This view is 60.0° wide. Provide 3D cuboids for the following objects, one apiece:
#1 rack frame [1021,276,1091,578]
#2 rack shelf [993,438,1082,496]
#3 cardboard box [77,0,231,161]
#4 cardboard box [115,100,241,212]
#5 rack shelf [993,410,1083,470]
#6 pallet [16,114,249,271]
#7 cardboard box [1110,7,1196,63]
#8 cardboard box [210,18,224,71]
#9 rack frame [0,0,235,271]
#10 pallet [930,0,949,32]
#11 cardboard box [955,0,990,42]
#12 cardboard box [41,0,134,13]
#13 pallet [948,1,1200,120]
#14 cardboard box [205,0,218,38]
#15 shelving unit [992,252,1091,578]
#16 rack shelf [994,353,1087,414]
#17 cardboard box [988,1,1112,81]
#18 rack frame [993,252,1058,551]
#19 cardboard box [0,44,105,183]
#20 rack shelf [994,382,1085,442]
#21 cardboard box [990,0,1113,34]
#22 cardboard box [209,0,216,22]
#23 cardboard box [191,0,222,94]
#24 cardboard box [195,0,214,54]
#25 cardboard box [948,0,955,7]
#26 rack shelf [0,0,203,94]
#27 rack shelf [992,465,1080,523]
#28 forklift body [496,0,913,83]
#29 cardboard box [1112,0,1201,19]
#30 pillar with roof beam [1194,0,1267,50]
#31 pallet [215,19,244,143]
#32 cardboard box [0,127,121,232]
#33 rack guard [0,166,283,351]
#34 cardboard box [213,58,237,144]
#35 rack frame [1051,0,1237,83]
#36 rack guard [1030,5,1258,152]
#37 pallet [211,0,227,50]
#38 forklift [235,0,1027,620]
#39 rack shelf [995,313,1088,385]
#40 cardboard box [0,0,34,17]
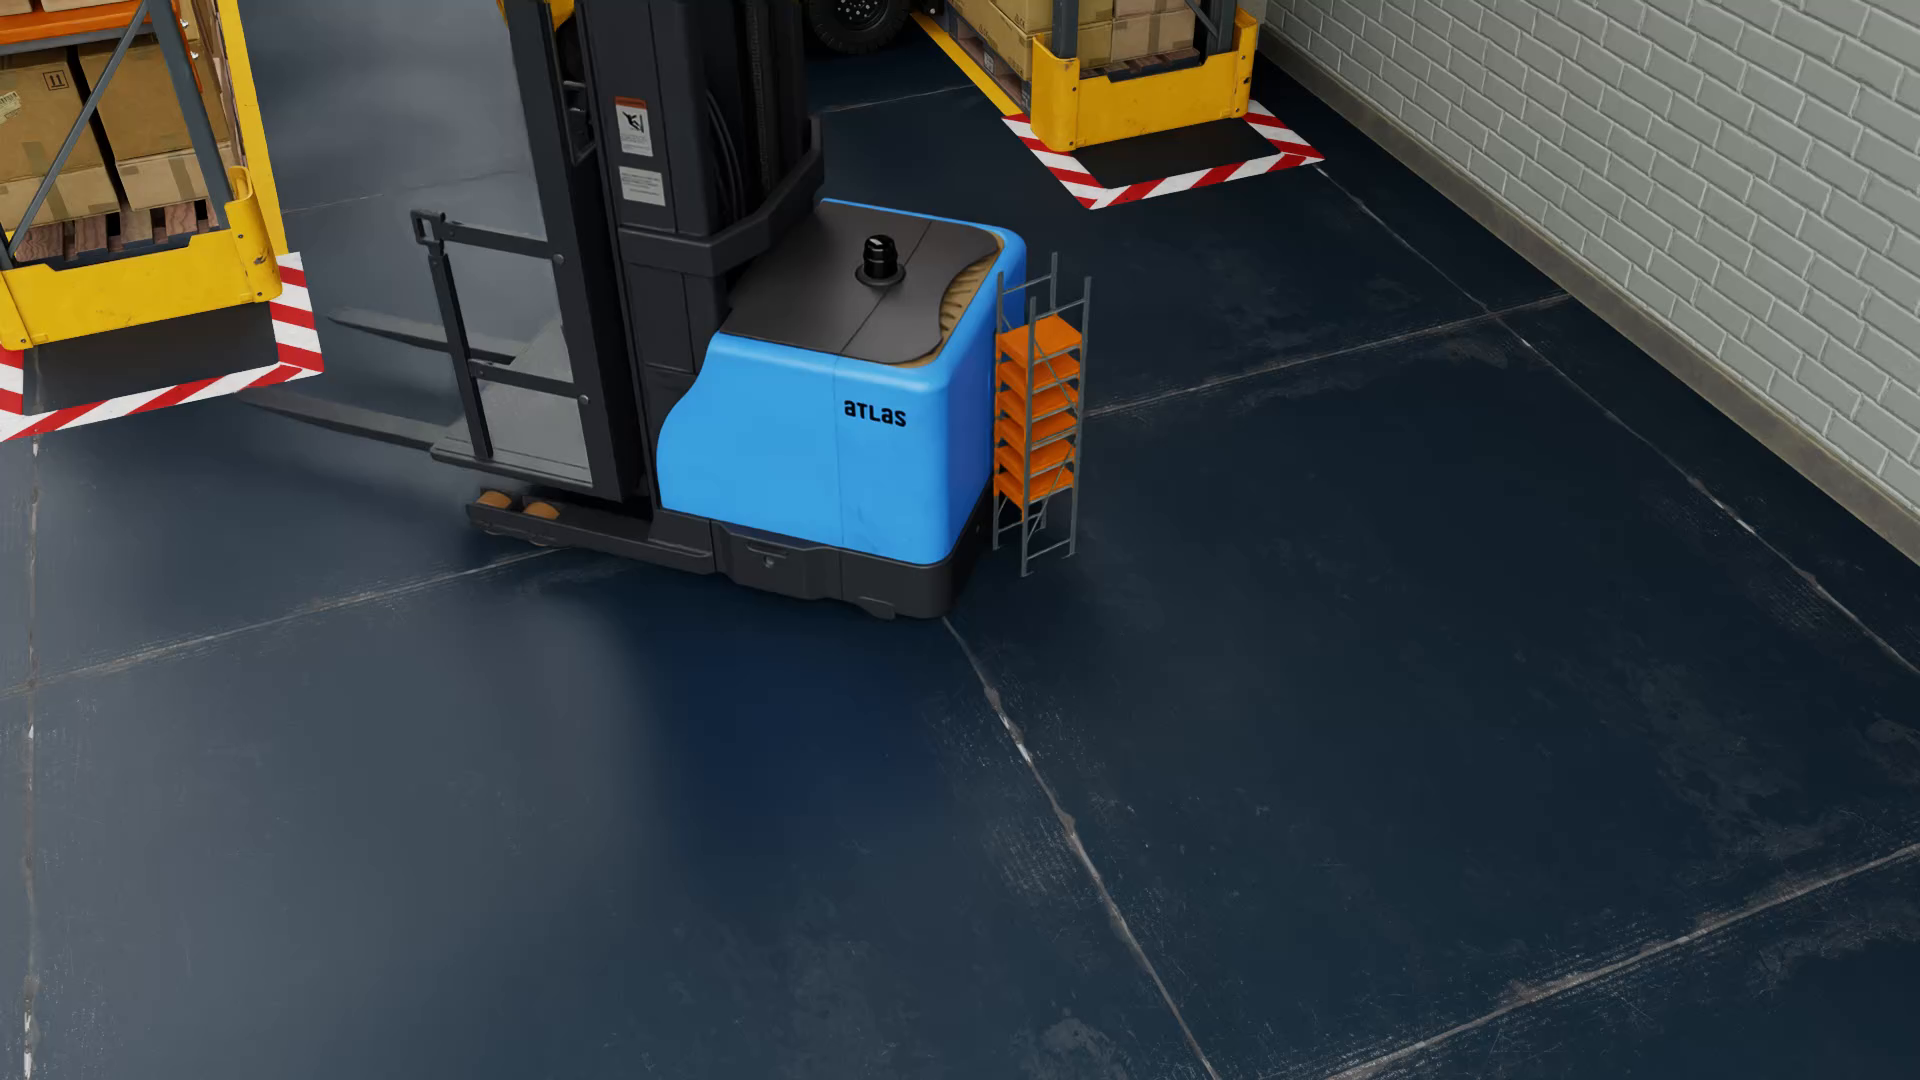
[{"bbox_3d":[0.324,-0.359,5.747,0.240,1.200,0.006,-23,46,-25],"label":"rack frame"},{"bbox_3d":[0.274,-0.284,5.912,0.258,0.103,0.180,-23,46,-25],"label":"rack shelf"},{"bbox_3d":[-3.700,-2.118,7.624,0.500,0.500,0.500,-16,43,-18],"label":"cardboard box"},{"bbox_3d":[-3.690,-1.820,7.852,0.500,0.250,0.500,-15,43,-17],"label":"cardboard box"},{"bbox_3d":[0.274,-0.375,5.834,0.258,0.103,0.180,-23,46,-25],"label":"rack shelf"},{"bbox_3d":[-3.944,-1.635,7.989,1.003,0.211,1.213,-15,43,-17],"label":"pallet"},{"bbox_3d":[0.940,-2.850,9.050,0.500,0.250,0.500,-15,43,-17],"label":"cardboard box"},{"bbox_3d":[-4.099,-2.455,8.591,0.500,0.250,0.500,-12,42,-14],"label":"cardboard box"},{"bbox_3d":[-3.637,-2.148,6.447,1.000,3.000,0.127,-15,43,-17],"label":"rack frame"},{"bbox_3d":[0.153,-3.515,10.176,1.003,0.211,1.213,-15,43,-17],"label":"pallet"},{"bbox_3d":[0.294,-3.011,9.238,0.500,0.250,0.500,-15,43,-17],"label":"cardboard box"},{"bbox_3d":[-3.576,-2.309,6.827,0.380,0.149,0.250,-15,43,-17],"label":"cardboard box"},{"bbox_3d":[0.616,-2.782,9.323,1.003,0.211,1.213,-15,43,-17],"label":"pallet"},{"bbox_3d":[-4.290,-2.759,8.945,0.500,0.250,0.500,-14,43,-16],"label":"cardboard box"},{"bbox_3d":[0.274,-0.409,5.805,0.258,1.200,0.189,-23,46,-25],"label":"shelving unit"},{"bbox_3d":[0.274,-0.557,5.678,0.258,0.103,0.180,-23,46,-25],"label":"rack shelf"},{"bbox_3d":[0.476,-2.709,8.887,0.500,0.250,0.500,-15,43,-17],"label":"cardboard box"},{"bbox_3d":[0.223,-0.459,5.863,0.240,1.200,0.006,-23,46,-25],"label":"rack frame"},{"bbox_3d":[-4.184,-1.967,7.448,0.500,0.500,0.500,-15,43,-17],"label":"cardboard box"},{"bbox_3d":[0.274,-0.466,5.756,0.258,0.103,0.180,-23,46,-25],"label":"rack shelf"},{"bbox_3d":[0.473,-2.910,8.737,0.500,0.250,0.500,-16,43,-17],"label":"cardboard box"},{"bbox_3d":[-4.480,-3.067,9.303,0.500,0.250,0.500,-16,43,-18],"label":"cardboard box"},{"bbox_3d":[-3.904,-2.432,7.989,0.500,0.500,0.500,-17,43,-18],"label":"cardboard box"},{"bbox_3d":[-4.088,-2.736,8.343,0.500,0.500,0.500,-14,43,-16],"label":"cardboard box"},{"bbox_3d":[0.111,-3.315,9.591,0.500,0.250,0.500,-15,43,-16],"label":"cardboard box"},{"bbox_3d":[-4.402,-3.080,8.083,1.077,0.370,4.000,-15,43,-17],"label":"rack shelf"},{"bbox_3d":[0.274,-0.193,5.991,0.258,0.103,0.180,-23,46,-25],"label":"rack shelf"},{"bbox_3d":[-1.463,-3.754,8.966,2.313,2.155,1.214,-15,43,-17],"label":"forklift body"},{"bbox_3d":[0.960,-3.030,8.876,0.500,0.250,0.500,-14,43,-16],"label":"cardboard box"},{"bbox_3d":[-2.463,-5.234,5.434,9.100,9.000,0.400,-15,43,-17],"label":"pillar with roof beam"},{"bbox_3d":[-4.407,-2.368,8.842,1.003,0.211,1.213,-15,43,-17],"label":"pallet"},{"bbox_3d":[-4.204,-1.699,7.712,0.500,0.250,0.500,-15,43,-17],"label":"cardboard box"},{"bbox_3d":[-3.666,-1.246,7.316,1.175,0.500,0.348,-15,43,-17],"label":"rack guard"},{"bbox_3d":[-3.878,-2.129,8.212,0.500,0.250,0.500,-14,43,-15],"label":"cardboard box"},{"bbox_3d":[0.948,-3.389,7.890,1.000,3.000,0.127,-15,43,-17],"label":"rack frame"},{"bbox_3d":[0.957,-2.426,8.688,1.175,0.500,0.348,-15,43,-17],"label":"rack guard"},{"bbox_3d":[-4.878,-3.105,9.698,1.003,0.211,1.213,-15,43,-17],"label":"pallet"},{"bbox_3d":[-1.325,-1.401,5.631,3.031,2.935,1.130,12,42,14],"label":"forklift"},{"bbox_3d":[0.274,-0.648,5.599,0.258,0.103,0.180,-23,46,-25],"label":"rack shelf"},{"bbox_3d":[-3.978,-2.225,6.729,0.380,0.149,0.250,-14,43,-15],"label":"cardboard box"}]
